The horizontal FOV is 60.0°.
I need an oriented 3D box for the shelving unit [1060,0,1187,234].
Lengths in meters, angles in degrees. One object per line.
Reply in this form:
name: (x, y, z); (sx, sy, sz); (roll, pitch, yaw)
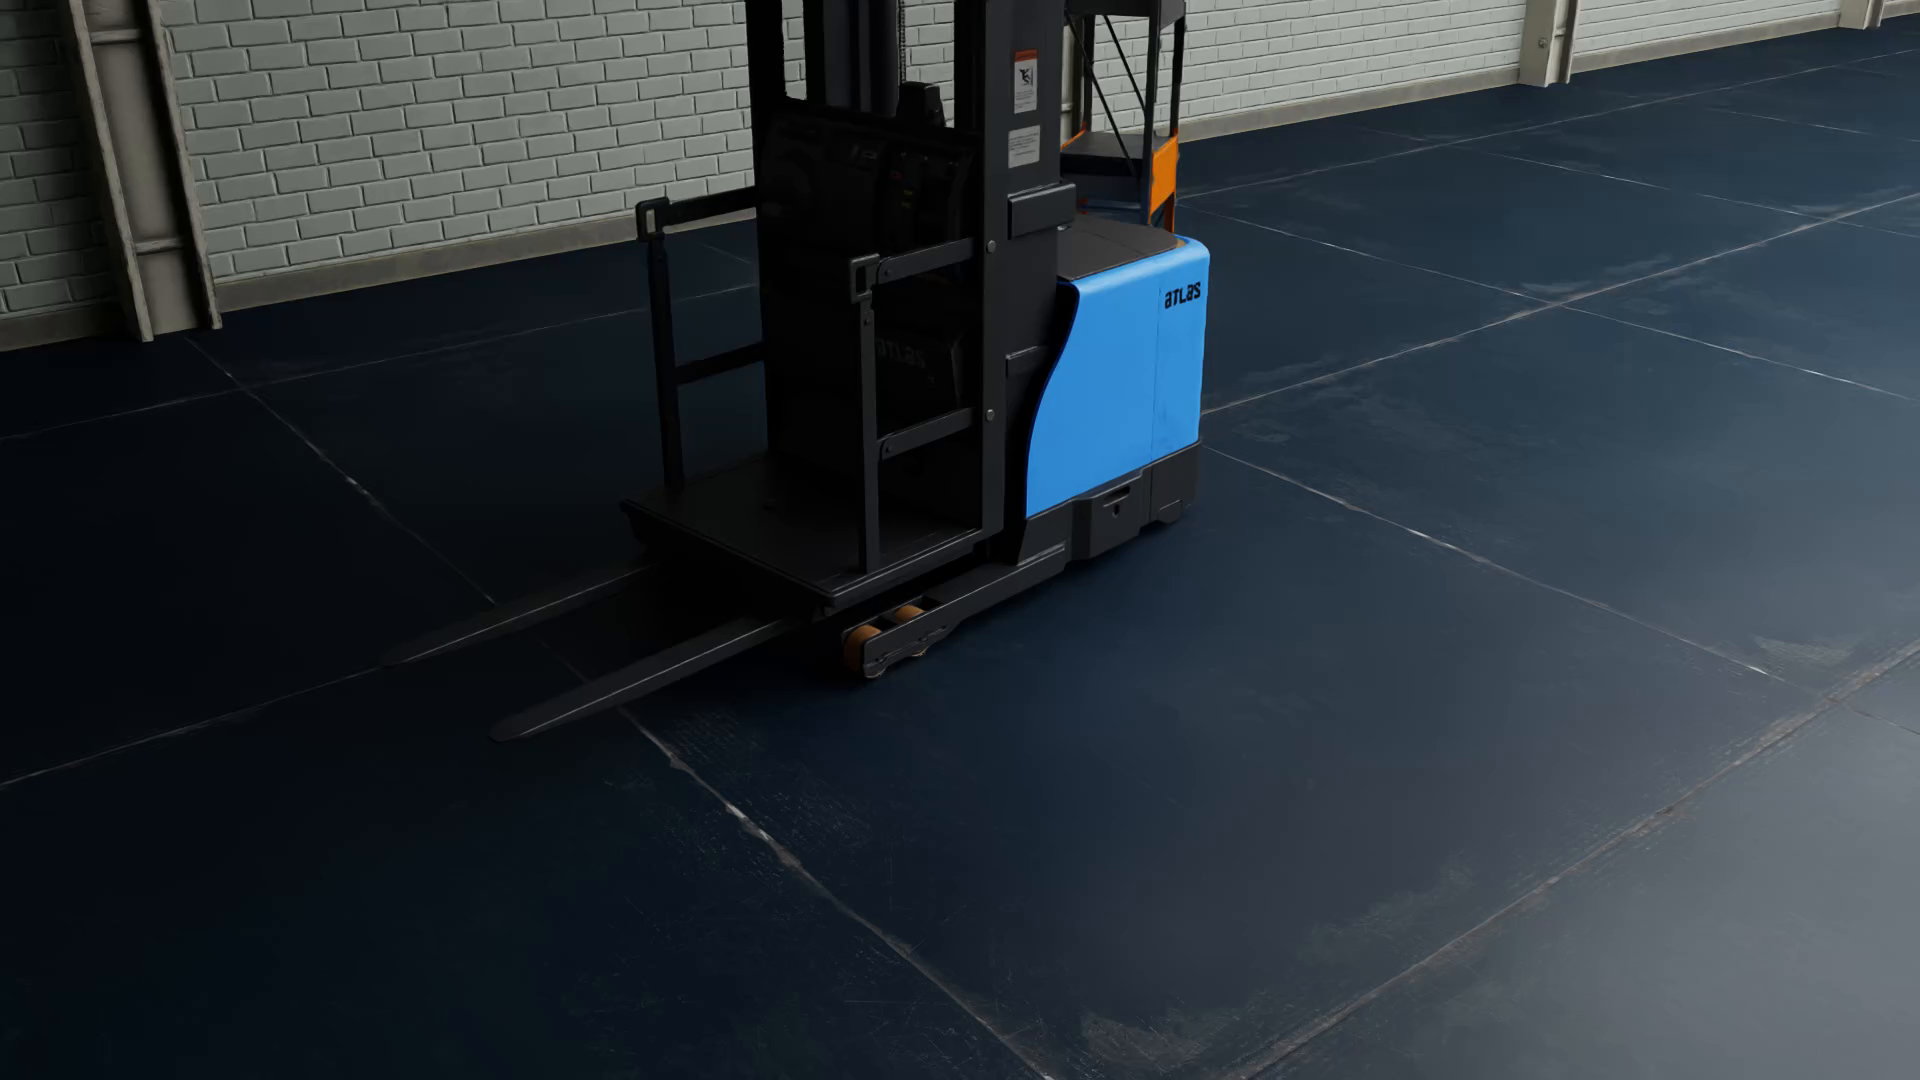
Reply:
shelving unit: (0.625, -1.396, 6.763); (0.431, 2.100, 0.503); (8, 26, 17)

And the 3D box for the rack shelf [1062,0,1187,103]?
rack shelf: (0.627, -2.019, 6.473); (0.431, 0.518, 0.480); (8, 26, 17)

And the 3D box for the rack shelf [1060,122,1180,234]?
rack shelf: (0.625, -1.384, 6.769); (0.431, 0.518, 0.480); (8, 26, 17)

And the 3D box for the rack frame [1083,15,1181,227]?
rack frame: (0.703, -1.494, 6.973); (0.400, 2.100, 0.015); (8, 26, 17)

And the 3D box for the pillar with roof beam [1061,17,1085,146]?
pillar with roof beam: (3.306, -5.314, 7.011); (0.400, 9.000, 9.100); (-18, 31, -34)

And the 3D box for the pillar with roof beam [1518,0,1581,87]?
pillar with roof beam: (8.027, -6.873, 10.369); (0.400, 9.000, 9.100); (-18, 31, -34)

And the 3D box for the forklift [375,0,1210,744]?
forklift: (-0.457, -1.133, 5.209); (1.130, 2.935, 3.031); (22, 33, 39)

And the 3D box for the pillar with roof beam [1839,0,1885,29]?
pillar with roof beam: (12.749, -8.431, 13.728); (0.400, 9.000, 9.100); (-18, 31, -34)

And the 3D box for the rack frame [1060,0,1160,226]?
rack frame: (0.548, -1.299, 6.553); (0.400, 2.100, 0.015); (8, 26, 17)

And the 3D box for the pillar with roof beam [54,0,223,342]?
pillar with roof beam: (-1.416, -3.756, 3.653); (0.400, 9.000, 9.100); (-18, 31, -34)
